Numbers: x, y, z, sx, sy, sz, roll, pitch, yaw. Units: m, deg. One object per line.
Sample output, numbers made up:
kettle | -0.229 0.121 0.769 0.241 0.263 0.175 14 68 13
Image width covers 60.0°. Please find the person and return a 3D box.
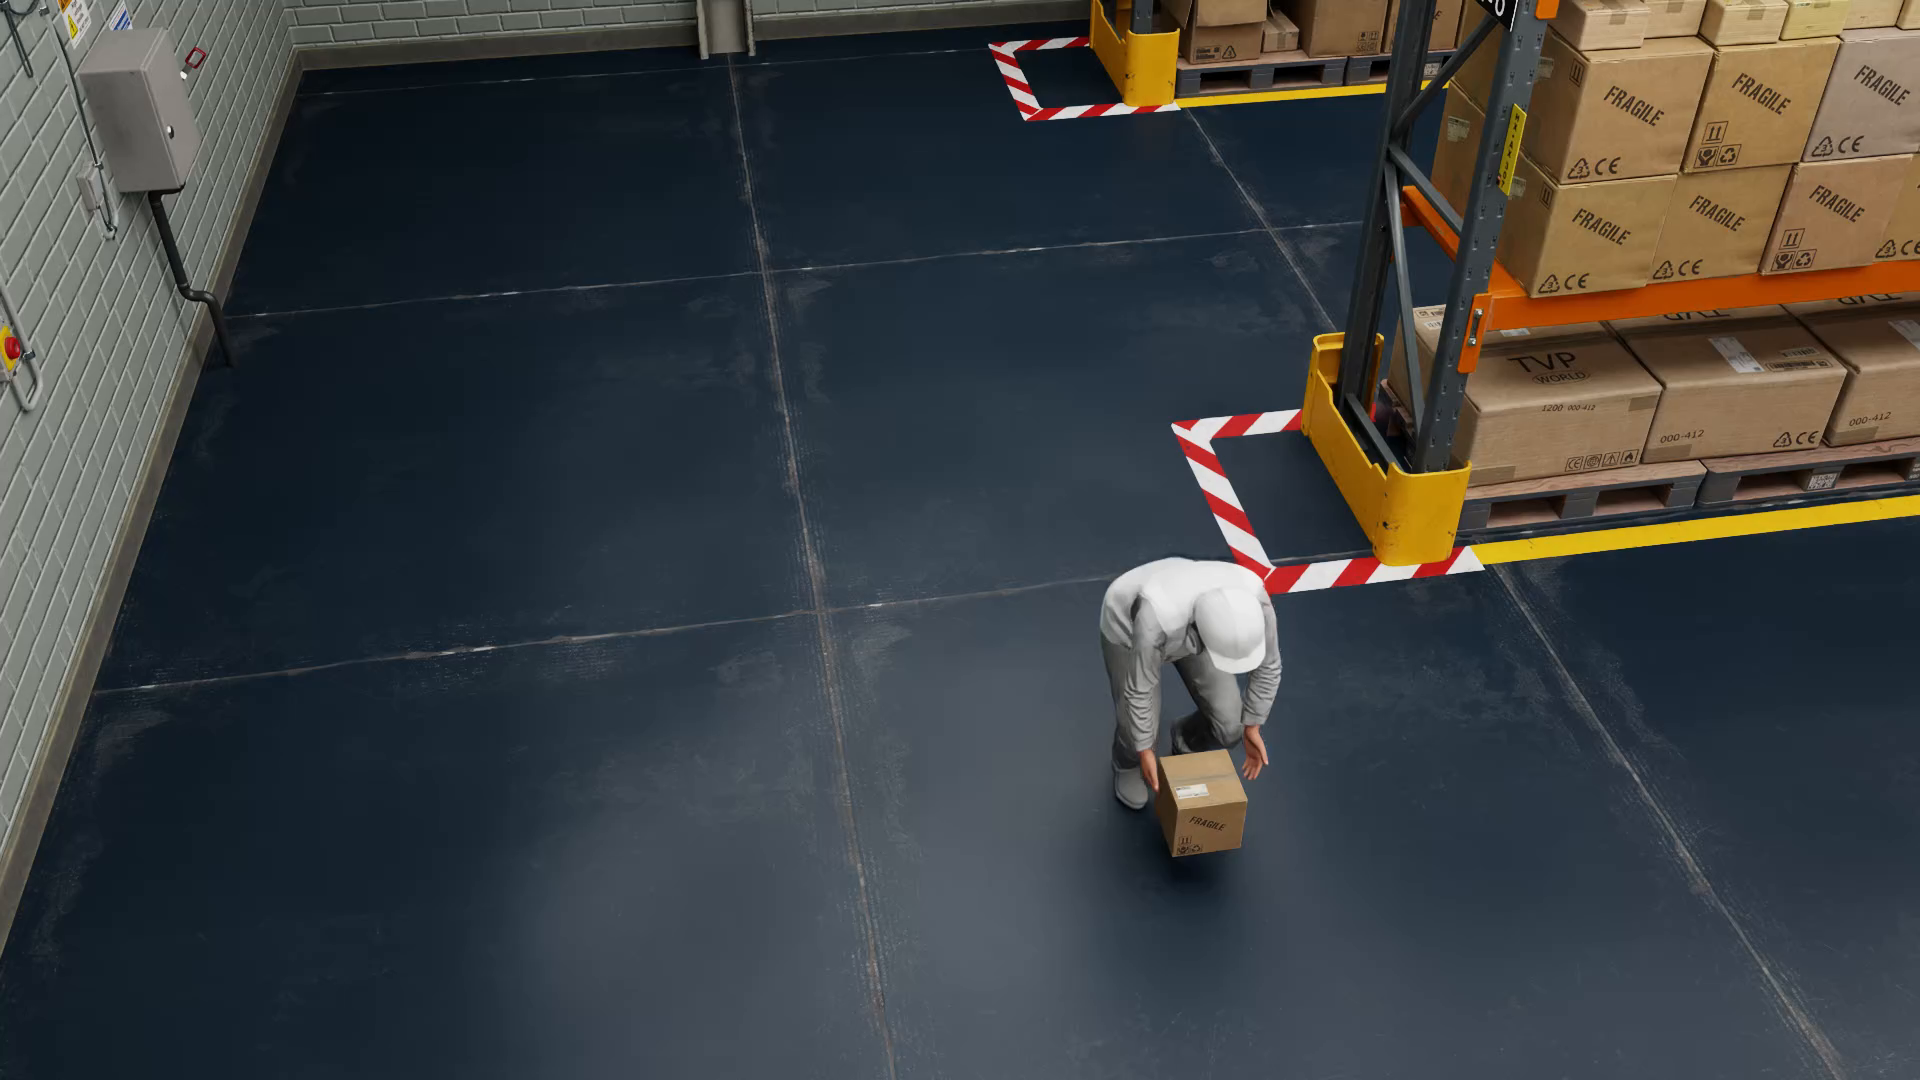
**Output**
person | 0.824 0.467 5.989 0.575 1.222 0.844 -6 39 -8
